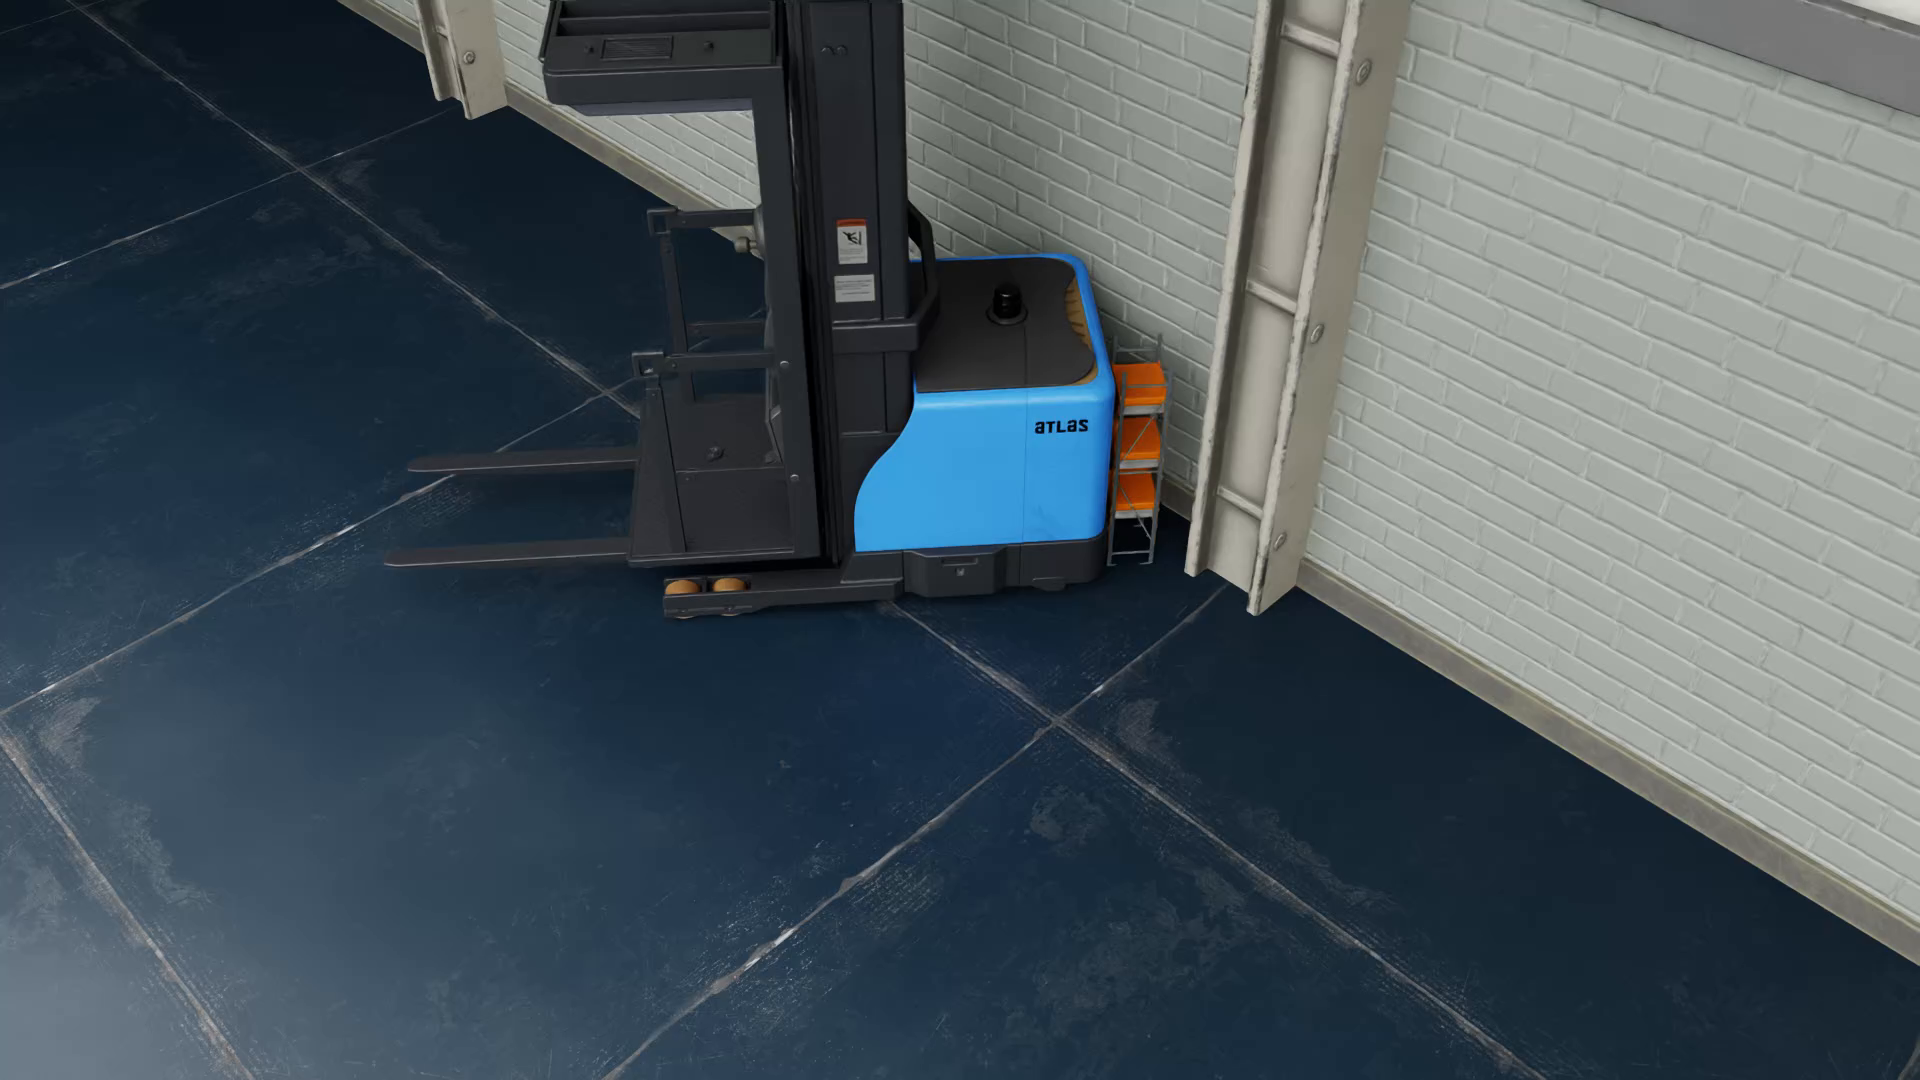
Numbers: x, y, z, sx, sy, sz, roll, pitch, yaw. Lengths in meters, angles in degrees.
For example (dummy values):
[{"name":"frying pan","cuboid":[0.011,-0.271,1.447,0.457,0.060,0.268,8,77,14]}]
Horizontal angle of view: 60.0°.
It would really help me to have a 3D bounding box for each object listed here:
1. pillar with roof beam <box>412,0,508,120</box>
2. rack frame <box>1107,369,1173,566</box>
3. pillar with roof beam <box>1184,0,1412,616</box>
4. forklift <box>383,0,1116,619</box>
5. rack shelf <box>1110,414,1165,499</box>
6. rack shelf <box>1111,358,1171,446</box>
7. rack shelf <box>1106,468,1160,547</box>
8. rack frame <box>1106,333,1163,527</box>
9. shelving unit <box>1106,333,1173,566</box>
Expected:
[{"name":"pillar with roof beam","cuboid":[-6.066,-3.969,5.032,9.100,9.000,0.400,-34,53,-31]},{"name":"rack frame","cuboid":[0.739,-0.279,6.896,0.200,1.050,0.008,-3,43,-3]},{"name":"pillar with roof beam","cuboid":[-1.829,-1.086,1.912,9.100,9.000,0.400,-34,53,-31]},{"name":"forklift","cuboid":[-0.923,-1.120,6.420,3.031,2.935,1.130,-3,43,-3]},{"name":"rack shelf","cuboid":[0.729,-0.354,6.992,0.215,0.259,0.240,-3,43,-3]},{"name":"rack shelf","cuboid":[0.729,-0.562,6.800,0.215,0.259,0.240,-3,43,-3]},{"name":"rack shelf","cuboid":[0.729,-0.150,7.181,0.215,0.259,0.240,-3,43,-3]},{"name":"rack frame","cuboid":[0.719,-0.444,7.074,0.200,1.050,0.008,-3,43,-3]},{"name":"shelving unit","cuboid":[0.729,-0.362,6.985,0.215,1.050,0.252,-3,43,-3]}]
